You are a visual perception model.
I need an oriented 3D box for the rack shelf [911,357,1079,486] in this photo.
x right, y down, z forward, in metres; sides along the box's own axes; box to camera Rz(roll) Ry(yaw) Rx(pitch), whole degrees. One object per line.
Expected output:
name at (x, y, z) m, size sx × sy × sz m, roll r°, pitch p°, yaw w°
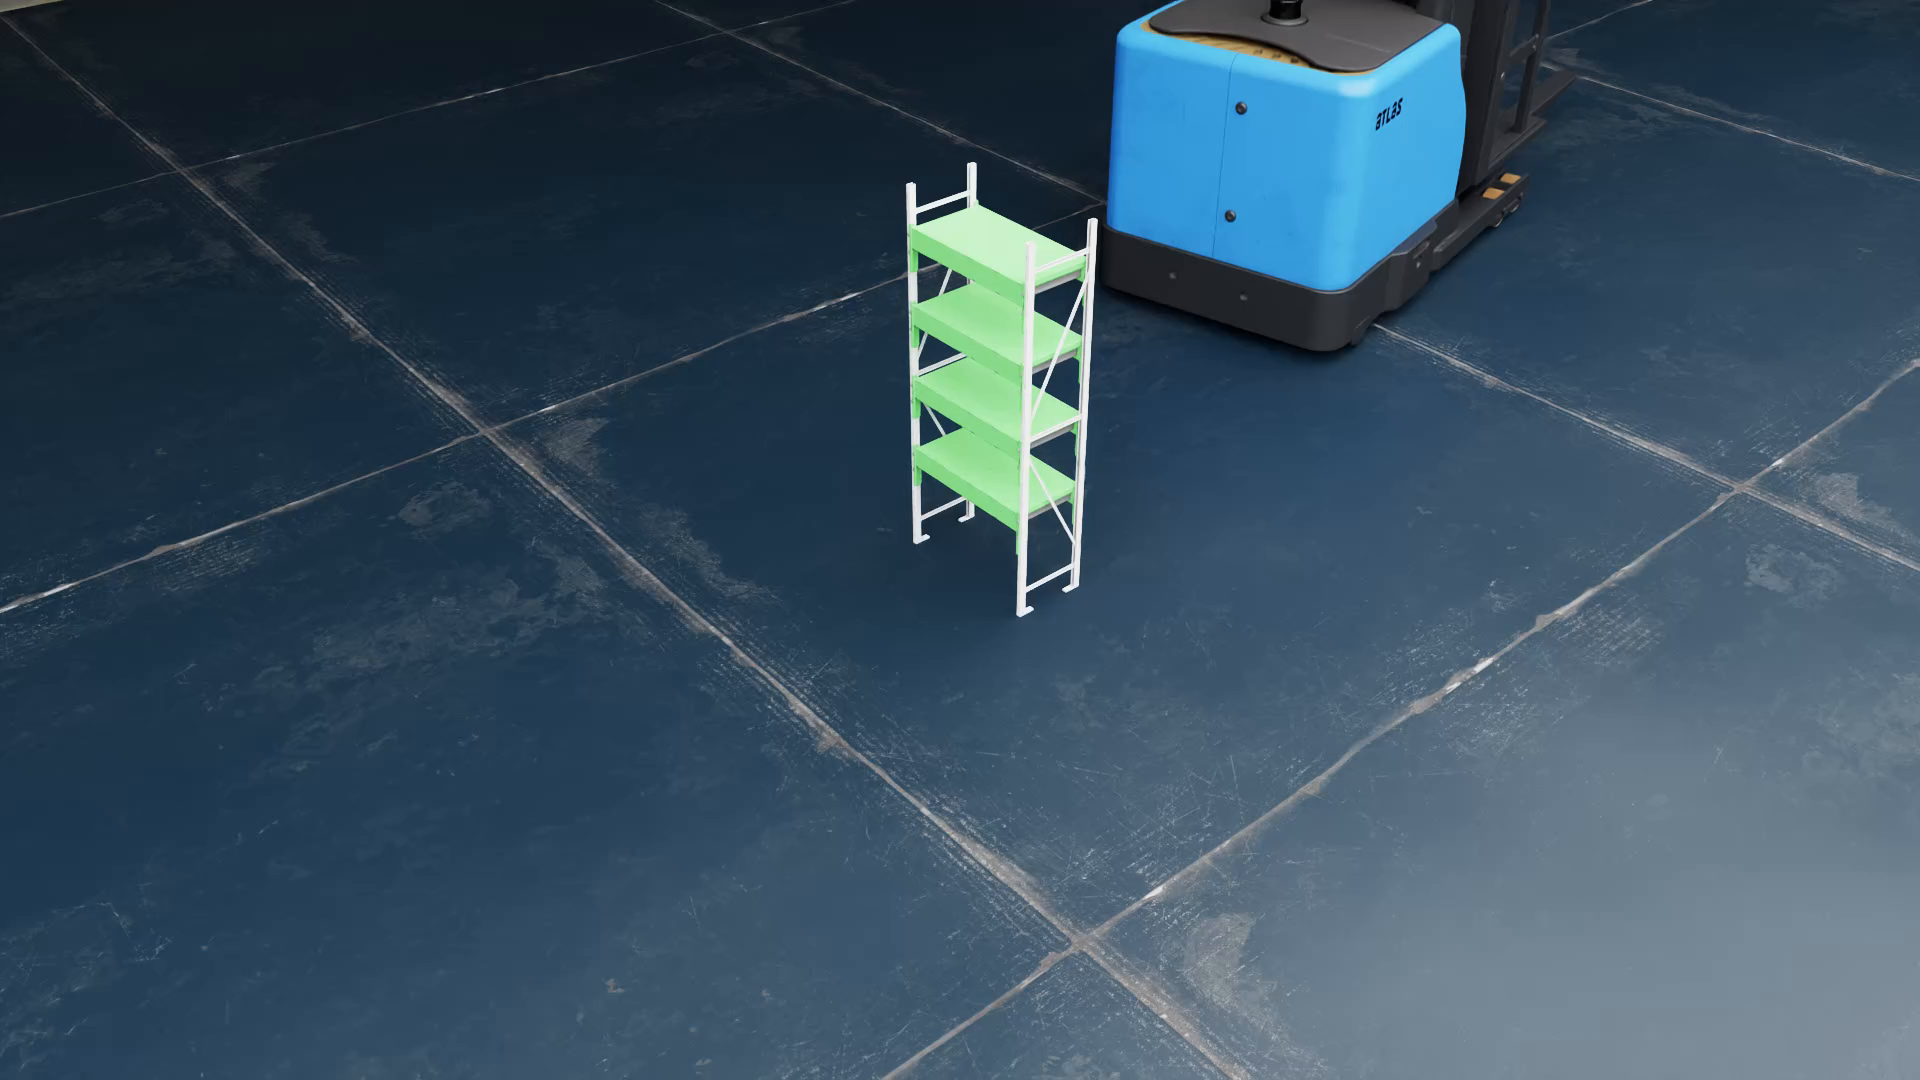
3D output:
rack shelf at (0.107, -0.364, 4.837) m, size 0.258 × 0.148 × 0.480 m, roll -26°, pitch 43°, yaw -32°

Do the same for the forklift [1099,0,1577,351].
forklift at (1.828, -2.689, 6.510) m, size 1.130 × 2.935 × 3.031 m, roll 23°, pitch 41°, yaw 29°

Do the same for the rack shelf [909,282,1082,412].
rack shelf at (0.107, -0.560, 4.698) m, size 0.258 × 0.148 × 0.480 m, roll -26°, pitch 43°, yaw -32°

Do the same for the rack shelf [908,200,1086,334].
rack shelf at (0.107, -0.756, 4.560) m, size 0.258 × 0.148 × 0.480 m, roll -26°, pitch 43°, yaw -32°

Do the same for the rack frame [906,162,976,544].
rack frame at (-0.051, -0.524, 4.952) m, size 0.240 × 1.200 × 0.015 m, roll -26°, pitch 43°, yaw -32°

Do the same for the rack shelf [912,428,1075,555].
rack shelf at (0.107, -0.169, 4.976) m, size 0.258 × 0.148 × 0.480 m, roll -26°, pitch 43°, yaw -32°

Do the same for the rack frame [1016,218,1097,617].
rack frame at (0.264, -0.309, 4.648) m, size 0.240 × 1.200 × 0.015 m, roll -26°, pitch 43°, yaw -32°

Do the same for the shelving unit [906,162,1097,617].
shelving unit at (0.107, -0.417, 4.800) m, size 0.258 × 1.200 × 0.503 m, roll -26°, pitch 43°, yaw -32°
